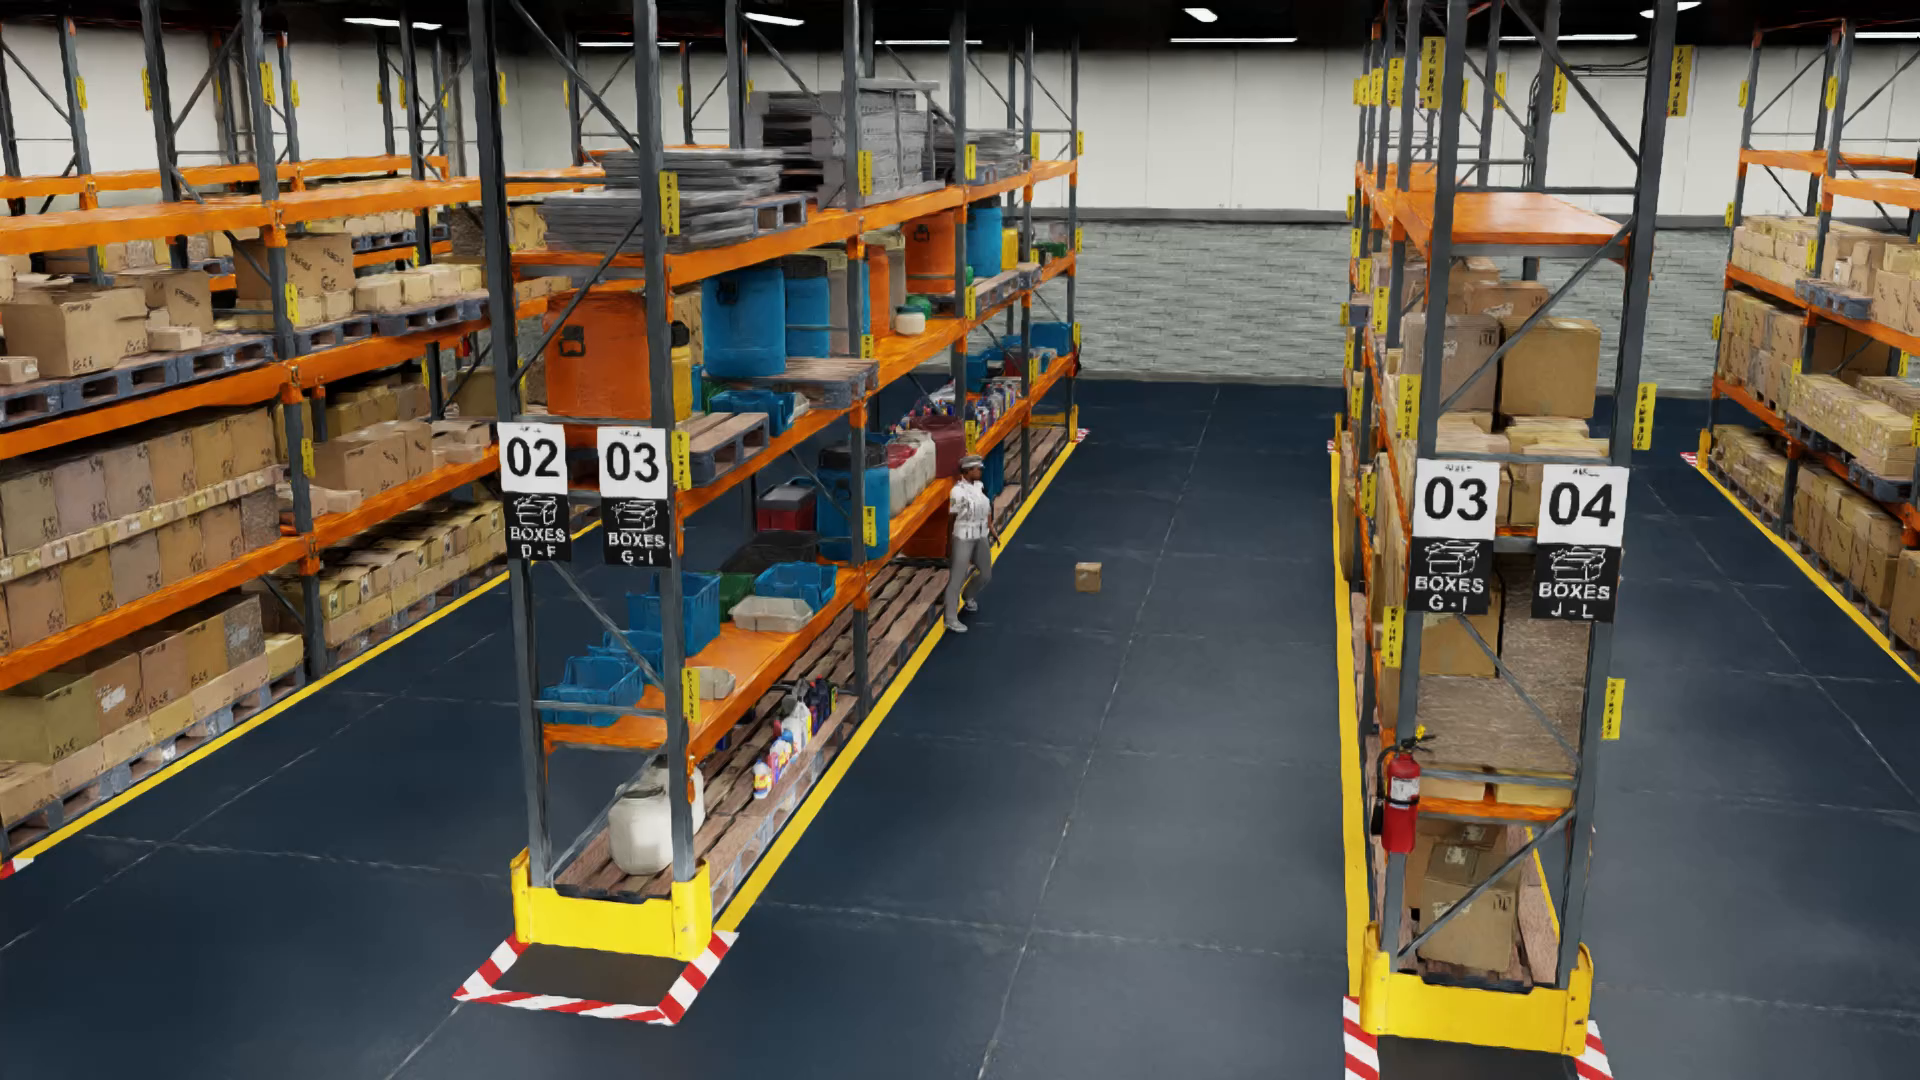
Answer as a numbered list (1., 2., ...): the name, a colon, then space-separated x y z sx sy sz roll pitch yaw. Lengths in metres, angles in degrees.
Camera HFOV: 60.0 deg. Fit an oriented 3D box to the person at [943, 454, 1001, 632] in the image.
1. person: 0.068 0.003 16.022 0.591 1.650 0.654 12 19 38
